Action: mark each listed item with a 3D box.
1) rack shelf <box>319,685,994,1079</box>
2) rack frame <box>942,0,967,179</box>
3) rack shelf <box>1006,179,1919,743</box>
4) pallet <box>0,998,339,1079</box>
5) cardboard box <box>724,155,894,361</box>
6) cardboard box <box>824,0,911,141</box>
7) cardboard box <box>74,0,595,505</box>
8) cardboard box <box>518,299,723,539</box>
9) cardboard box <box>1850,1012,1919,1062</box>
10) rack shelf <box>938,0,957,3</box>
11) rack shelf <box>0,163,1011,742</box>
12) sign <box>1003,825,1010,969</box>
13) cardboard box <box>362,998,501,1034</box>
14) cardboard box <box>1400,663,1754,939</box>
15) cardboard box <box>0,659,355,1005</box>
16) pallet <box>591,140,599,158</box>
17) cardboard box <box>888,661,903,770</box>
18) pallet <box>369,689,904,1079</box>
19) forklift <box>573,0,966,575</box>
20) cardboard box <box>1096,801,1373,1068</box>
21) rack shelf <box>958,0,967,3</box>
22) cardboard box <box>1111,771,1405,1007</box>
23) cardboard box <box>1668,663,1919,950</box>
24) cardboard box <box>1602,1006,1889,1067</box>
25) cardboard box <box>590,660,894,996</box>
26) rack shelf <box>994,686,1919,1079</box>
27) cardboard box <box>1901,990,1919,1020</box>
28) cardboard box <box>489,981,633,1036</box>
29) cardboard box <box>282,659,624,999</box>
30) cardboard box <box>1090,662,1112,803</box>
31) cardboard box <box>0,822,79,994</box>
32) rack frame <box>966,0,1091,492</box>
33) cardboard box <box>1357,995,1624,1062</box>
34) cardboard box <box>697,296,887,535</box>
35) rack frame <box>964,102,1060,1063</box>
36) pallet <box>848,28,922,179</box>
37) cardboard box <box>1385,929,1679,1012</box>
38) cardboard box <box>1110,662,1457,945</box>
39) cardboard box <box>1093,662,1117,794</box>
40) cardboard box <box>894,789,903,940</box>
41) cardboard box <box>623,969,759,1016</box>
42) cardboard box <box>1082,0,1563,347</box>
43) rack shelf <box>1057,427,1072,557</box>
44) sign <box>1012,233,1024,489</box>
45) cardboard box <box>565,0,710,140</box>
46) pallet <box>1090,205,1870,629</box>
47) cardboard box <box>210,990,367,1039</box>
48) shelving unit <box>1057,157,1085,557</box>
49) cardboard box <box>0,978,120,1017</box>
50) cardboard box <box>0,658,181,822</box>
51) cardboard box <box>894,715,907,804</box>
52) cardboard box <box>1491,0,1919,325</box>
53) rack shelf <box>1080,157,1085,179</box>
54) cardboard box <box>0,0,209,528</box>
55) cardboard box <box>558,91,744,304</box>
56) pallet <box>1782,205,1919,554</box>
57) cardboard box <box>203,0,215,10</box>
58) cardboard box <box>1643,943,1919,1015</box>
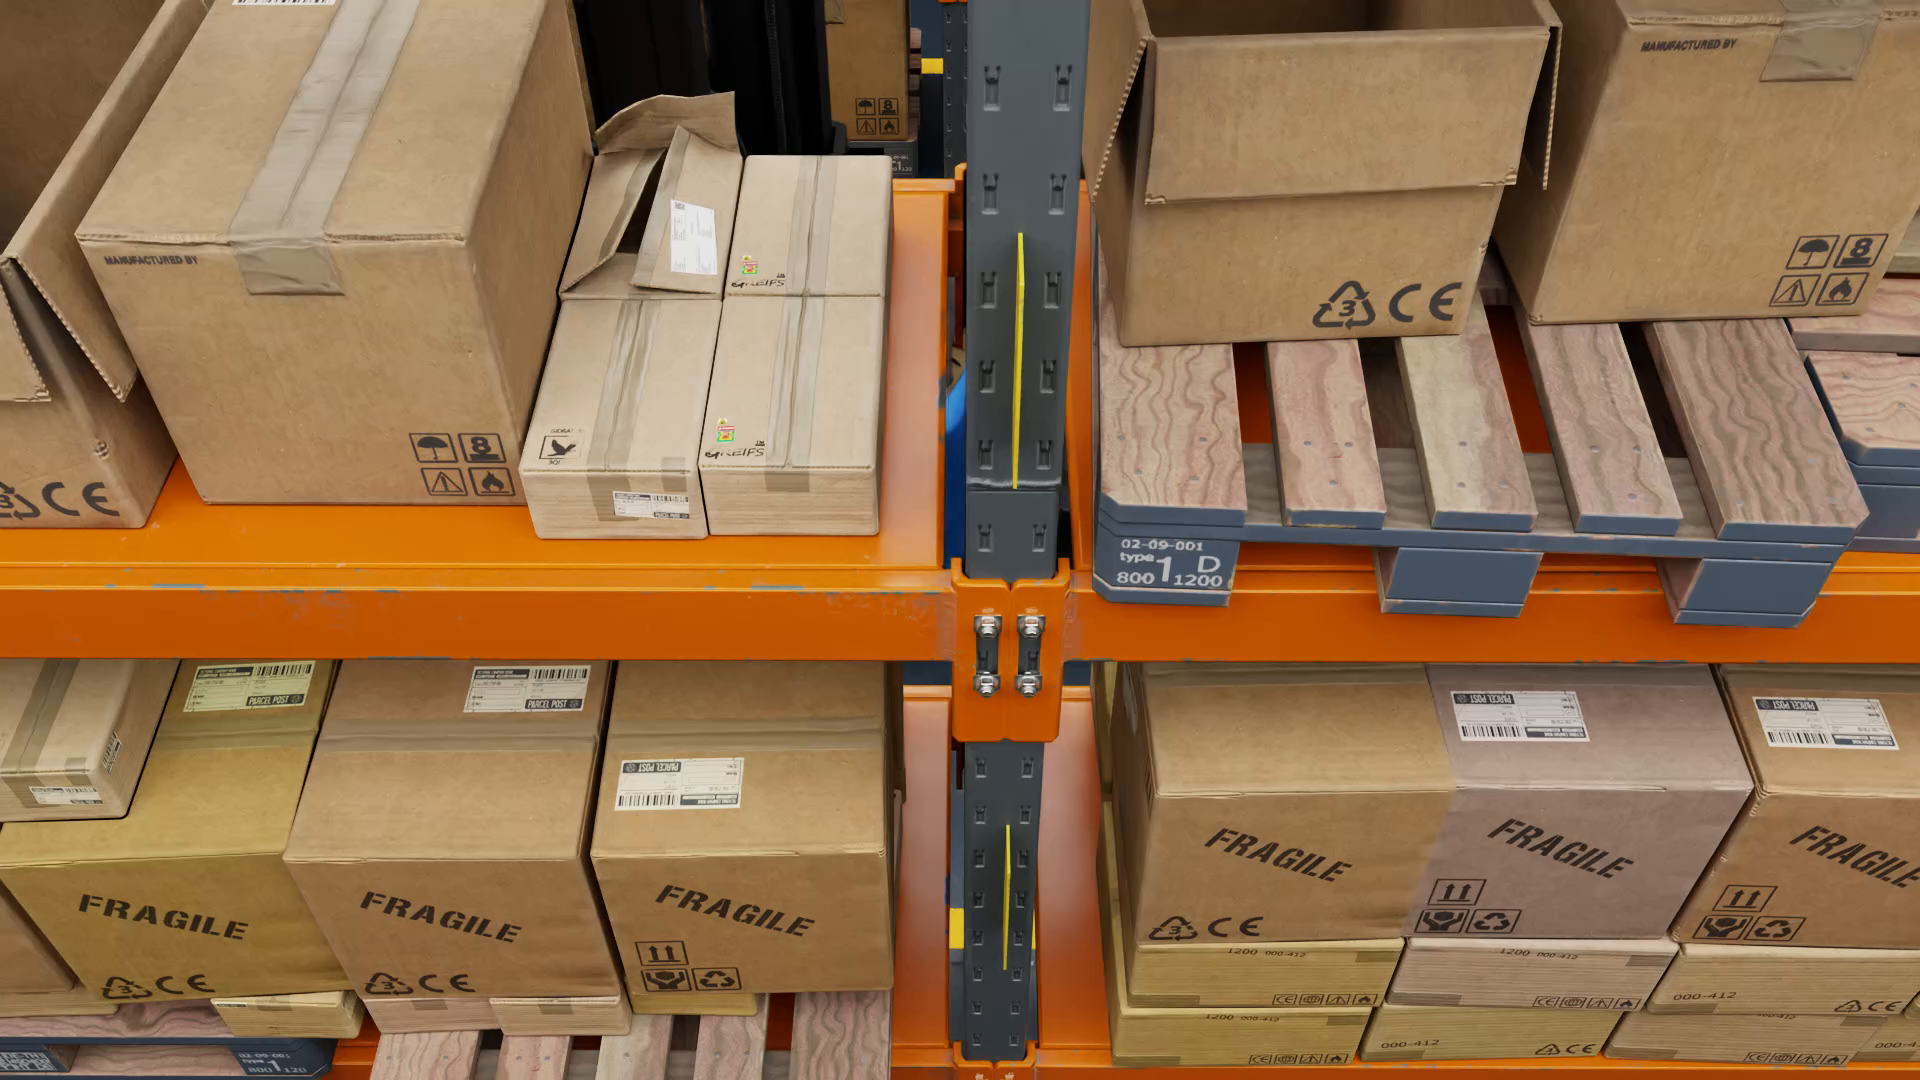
[{"bbox_3d":[-1.927,0.831,3.918,4.000,0.370,1.077,0,47,0],"label":"rack shelf"},{"bbox_3d":[-0.010,-3.032,7.023,0.127,3.000,1.000,0,47,0],"label":"rack frame"},{"bbox_3d":[2.073,-0.180,2.810,4.000,0.370,1.077,0,47,0],"label":"rack shelf"},{"bbox_3d":[-1.907,0.682,3.697,1.213,0.211,1.003,0,47,0],"label":"pallet"},{"bbox_3d":[-0.241,-0.470,2.761,0.250,0.149,0.380,0,47,0],"label":"cardboard box"},{"bbox_3d":[-0.618,-2.476,7.755,0.750,0.750,1.050,0,47,0],"label":"cardboard box"},{"bbox_3d":[-0.875,-0.474,2.525,0.500,0.500,0.700,0,47,0],"label":"cardboard box"},{"bbox_3d":[-0.491,-0.187,2.497,0.250,0.149,0.380,0,47,0],"label":"cardboard box"},{"bbox_3d":[2.093,0.821,3.539,0.500,0.250,0.500,0,47,0],"label":"cardboard box"},{"bbox_3d":[-2.010,-2.792,7.291,4.000,0.370,1.077,0,47,0],"label":"rack shelf"},{"bbox_3d":[-1.927,-0.191,2.820,4.000,0.370,1.077,0,47,0],"label":"rack shelf"},{"bbox_3d":[0.080,0.621,2.885,0.005,0.325,0.100,0,47,0],"label":"sign"},{"bbox_3d":[-1.028,0.783,3.356,0.250,0.149,0.380,-2,47,-2],"label":"cardboard box"},{"bbox_3d":[1.061,0.392,3.085,0.500,0.500,0.500,0,47,0],"label":"cardboard box"},{"bbox_3d":[-1.404,0.522,3.157,0.500,0.500,0.500,-3,47,-3],"label":"cardboard box"},{"bbox_3d":[-2.015,-2.145,8.102,1.213,0.211,1.003,0,47,0],"label":"pallet"},{"bbox_3d":[-0.376,0.143,3.510,0.500,0.500,0.500,-1,47,-1],"label":"cardboard box"},{"bbox_3d":[-0.640,0.733,3.649,1.003,0.211,1.213,0,47,0],"label":"pallet"},{"bbox_3d":[-1.238,-1.354,5.508,3.031,2.935,1.130,17,49,15],"label":"forklift"},{"bbox_3d":[0.561,0.828,3.532,0.500,0.250,0.500,-1,47,-1],"label":"cardboard box"},{"bbox_3d":[1.990,-2.781,7.281,4.000,0.370,1.077,0,47,0],"label":"rack shelf"},{"bbox_3d":[0.579,0.655,3.352,0.500,0.250,0.500,0,47,0],"label":"cardboard box"},{"bbox_3d":[1.579,0.404,3.073,0.500,0.500,0.500,1,47,1],"label":"cardboard box"},{"bbox_3d":[1.600,0.822,3.538,0.500,0.250,0.500,2,47,1],"label":"cardboard box"},{"bbox_3d":[-0.383,0.515,3.163,0.500,0.500,0.500,-1,47,-1],"label":"cardboard box"},{"bbox_3d":[2.073,0.842,3.908,4.000,0.370,1.077,0,47,0],"label":"rack shelf"},{"bbox_3d":[2.101,0.678,3.330,0.500,0.250,0.500,1,47,1],"label":"cardboard box"},{"bbox_3d":[-0.776,0.790,3.350,0.250,0.149,0.380,0,47,0],"label":"cardboard box"},{"bbox_3d":[-0.900,0.522,3.156,0.500,0.500,0.500,-1,47,0],"label":"cardboard box"},{"bbox_3d":[0.580,0.454,3.881,0.500,0.250,0.500,-1,47,-1],"label":"cardboard box"},{"bbox_3d":[-1.950,0.519,3.159,0.500,0.500,0.500,-2,47,-1],"label":"cardboard box"},{"bbox_3d":[0.073,-1.452,1.454,0.127,3.000,1.000,0,47,0],"label":"rack frame"},{"bbox_3d":[1.075,0.817,3.543,0.500,0.250,0.500,-1,47,-1],"label":"cardboard box"},{"bbox_3d":[-0.243,-0.192,2.502,0.250,0.149,0.380,0,47,0],"label":"cardboard box"},{"bbox_3d":[0.073,0.592,3.650,0.127,3.000,1.000,0,47,0],"label":"rack frame"},{"bbox_3d":[-0.798,-2.139,8.097,1.213,0.211,1.003,0,47,0],"label":"pallet"},{"bbox_3d":[1.096,0.657,3.350,0.500,0.250,0.500,1,47,1],"label":"cardboard box"},{"bbox_3d":[0.565,0.397,3.080,0.500,0.500,0.500,-1,47,-1],"label":"cardboard box"},{"bbox_3d":[0.558,0.288,3.694,0.500,0.250,0.500,0,47,0],"label":"cardboard box"},{"bbox_3d":[-0.256,0.706,3.429,0.250,0.149,0.380,2,47,2],"label":"cardboard box"},{"bbox_3d":[-0.524,0.758,3.380,0.250,0.149,0.380,1,47,1],"label":"cardboard box"},{"bbox_3d":[0.451,-0.718,2.462,0.637,0.503,0.797,-2,47,-2],"label":"cardboard box"},{"bbox_3d":[0.409,-0.090,5.875,0.480,0.518,0.431,15,49,14],"label":"rack shelf"},{"bbox_3d":[0.069,-0.209,1.993,0.005,0.325,0.100,0,47,0],"label":"sign"},{"bbox_3d":[-1.492,-2.476,7.755,0.750,0.750,1.050,1,47,1],"label":"cardboard box"},{"bbox_3d":[0.717,-0.403,2.656,1.003,0.211,1.213,2,47,2],"label":"pallet"},{"bbox_3d":[-1.303,0.793,3.348,0.250,0.149,0.380,1,47,1],"label":"cardboard box"},{"bbox_3d":[0.409,-0.577,5.352,0.503,2.100,0.431,15,49,14],"label":"shelving unit"},{"bbox_3d":[-1.805,0.759,3.379,0.250,0.149,0.380,-1,47,-1],"label":"cardboard box"},{"bbox_3d":[-1.564,0.294,2.925,0.250,0.149,0.380,-2,47,-2],"label":"cardboard box"},{"bbox_3d":[-0.251,0.397,3.716,0.250,0.149,0.380,-2,47,-2],"label":"cardboard box"},{"bbox_3d":[1.064,-0.744,2.489,0.500,0.500,0.700,-2,47,-2],"label":"cardboard box"},{"bbox_3d":[0.409,-1.044,4.850,0.480,0.518,0.431,15,49,14],"label":"rack shelf"},{"bbox_3d":[-1.452,-0.449,2.499,0.637,0.503,0.797,0,47,0],"label":"cardboard box"},{"bbox_3d":[-0.497,-0.511,2.719,0.258,0.266,0.396,0,47,0],"label":"cardboard box"},{"bbox_3d":[1.835,-0.402,2.655,1.213,0.211,1.003,2,47,2],"label":"pallet"},{"bbox_3d":[-3.389,-2.484,7.762,0.750,0.750,1.050,0,47,0],"label":"cardboard box"},{"bbox_3d":[1.594,0.667,3.341,0.500,0.250,0.500,0,47,0],"label":"cardboard box"}]
